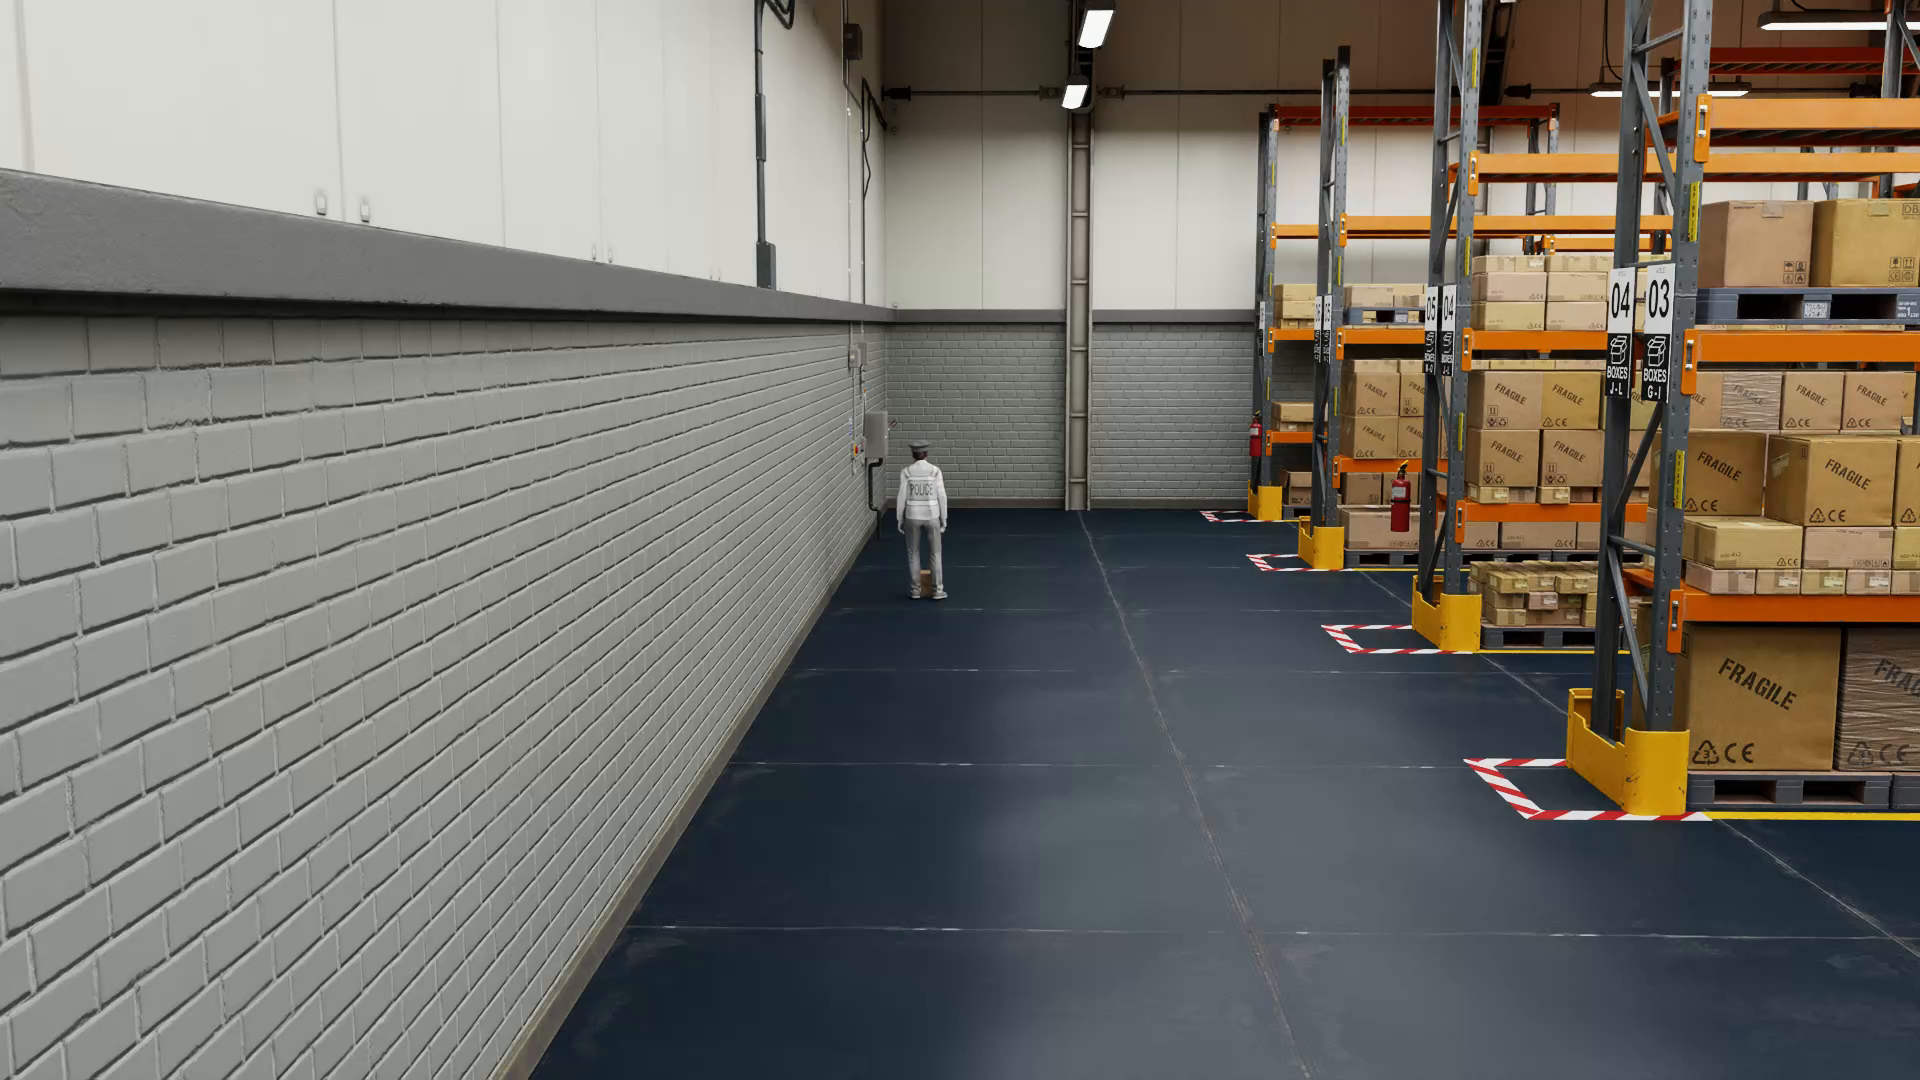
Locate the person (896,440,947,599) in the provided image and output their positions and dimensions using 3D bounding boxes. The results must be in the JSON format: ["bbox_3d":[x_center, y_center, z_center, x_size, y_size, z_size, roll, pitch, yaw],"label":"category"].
[{"bbox_3d":[-0.398,-0.208,17.384,0.533,1.661,0.414,0,7,-2],"label":"person"}]
